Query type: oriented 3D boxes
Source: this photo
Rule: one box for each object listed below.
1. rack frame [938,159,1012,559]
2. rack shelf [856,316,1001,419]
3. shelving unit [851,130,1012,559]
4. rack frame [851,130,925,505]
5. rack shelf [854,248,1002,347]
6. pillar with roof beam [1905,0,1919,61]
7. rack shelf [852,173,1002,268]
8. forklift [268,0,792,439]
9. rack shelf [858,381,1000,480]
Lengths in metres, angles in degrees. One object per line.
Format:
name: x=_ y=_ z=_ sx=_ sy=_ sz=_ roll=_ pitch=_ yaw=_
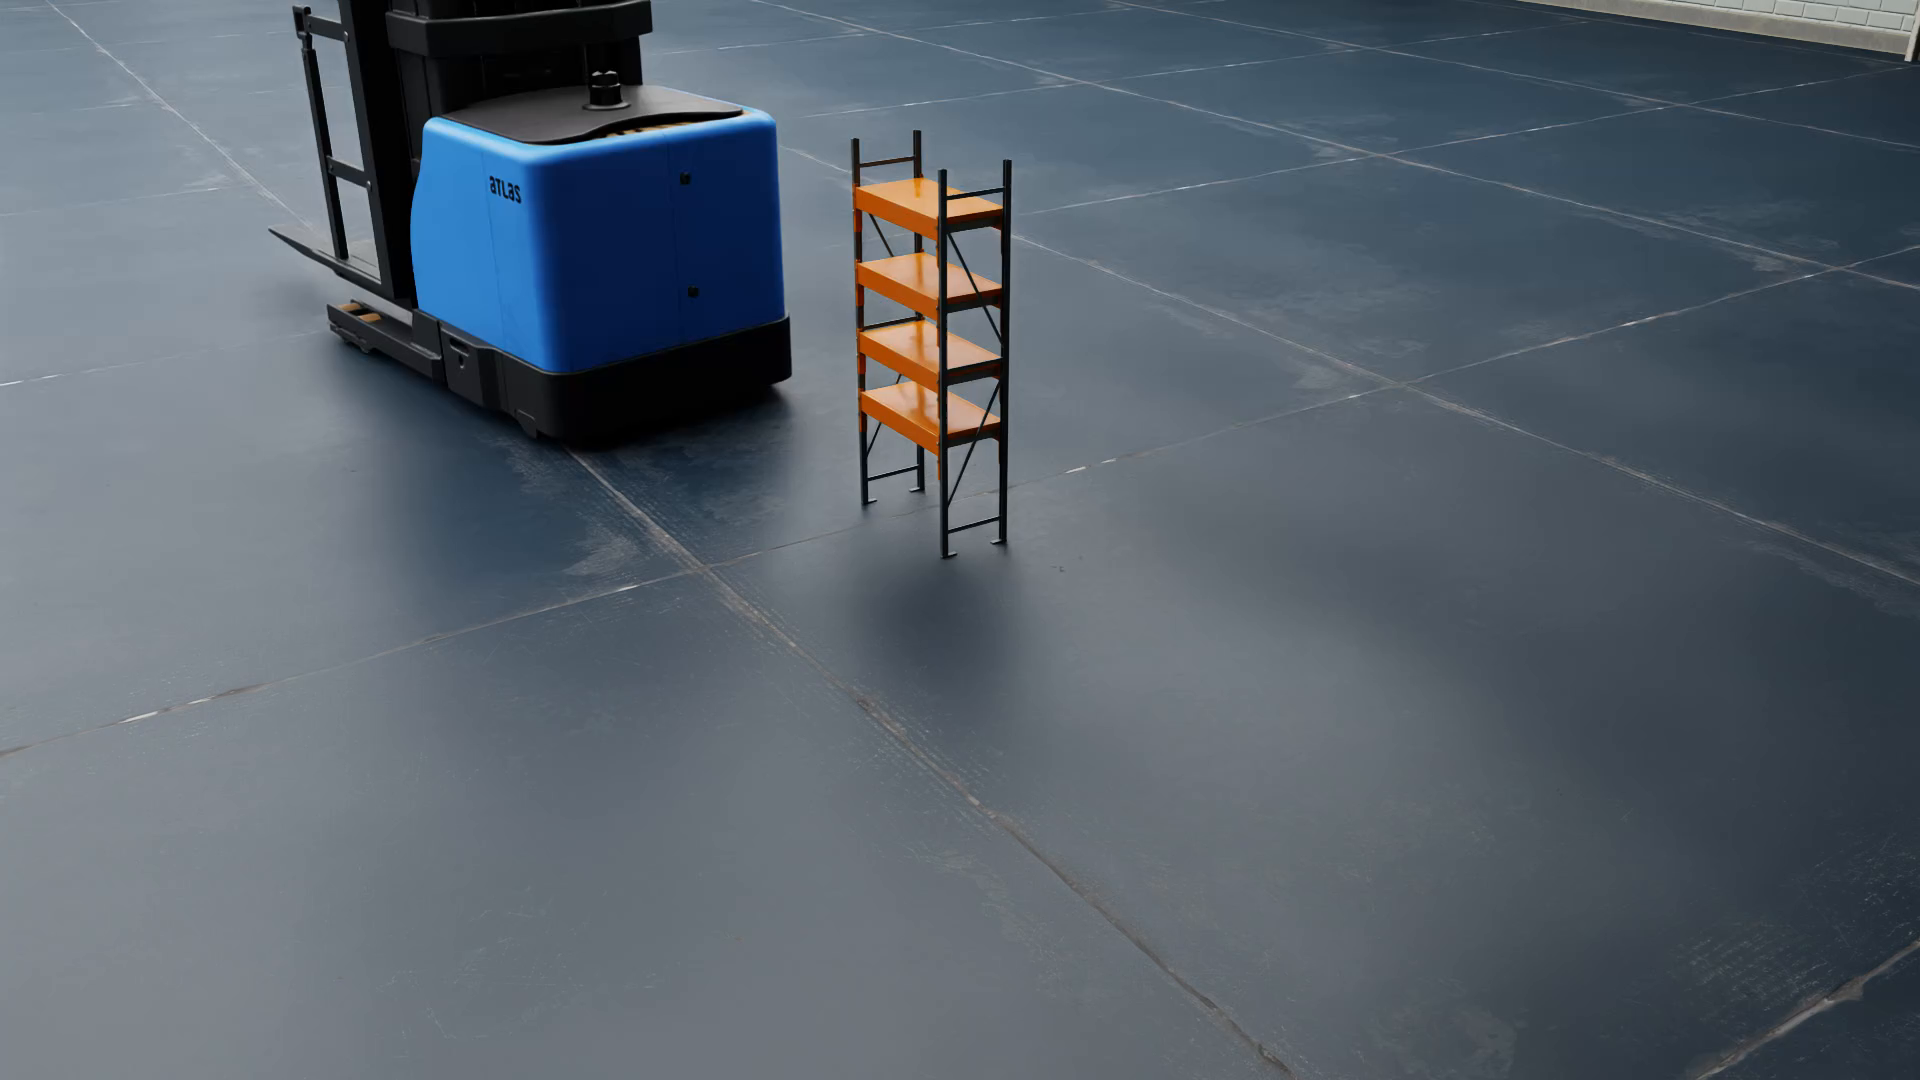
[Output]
rack frame: x=0.043 y=-0.515 z=4.934 sx=0.240 sy=1.200 sz=0.015 roll=-16 pitch=29 yaw=-30
rack shelf: x=-0.090 y=-0.541 z=5.148 sx=0.258 sy=0.148 sz=0.480 roll=-16 pitch=29 yaw=-30
shelving unit: x=-0.090 y=-0.602 z=5.119 sx=0.258 sy=1.200 sz=0.503 roll=-16 pitch=29 yaw=-30
rack frame: x=-0.224 y=-0.689 z=5.304 sx=0.240 sy=1.200 sz=0.015 roll=-16 pitch=29 yaw=-30
rack shelf: x=-0.090 y=-0.743 z=5.053 sx=0.258 sy=0.148 sz=0.480 roll=-16 pitch=29 yaw=-30
pillar with roof beam: x=4.293 y=-6.924 z=9.377 sx=9.100 sy=9.000 sz=0.400 roll=-16 pitch=29 yaw=-30
rack shelf: x=-0.090 y=-0.957 z=4.952 sx=0.258 sy=0.148 sz=0.480 roll=-16 pitch=29 yaw=-30
forklift: x=-2.012 y=-2.225 z=6.530 sx=1.130 sy=2.935 sz=3.031 roll=-21 pitch=33 yaw=-37
rack shelf: x=-0.090 y=-0.361 z=5.233 sx=0.258 sy=0.148 sz=0.480 roll=-16 pitch=29 yaw=-30
